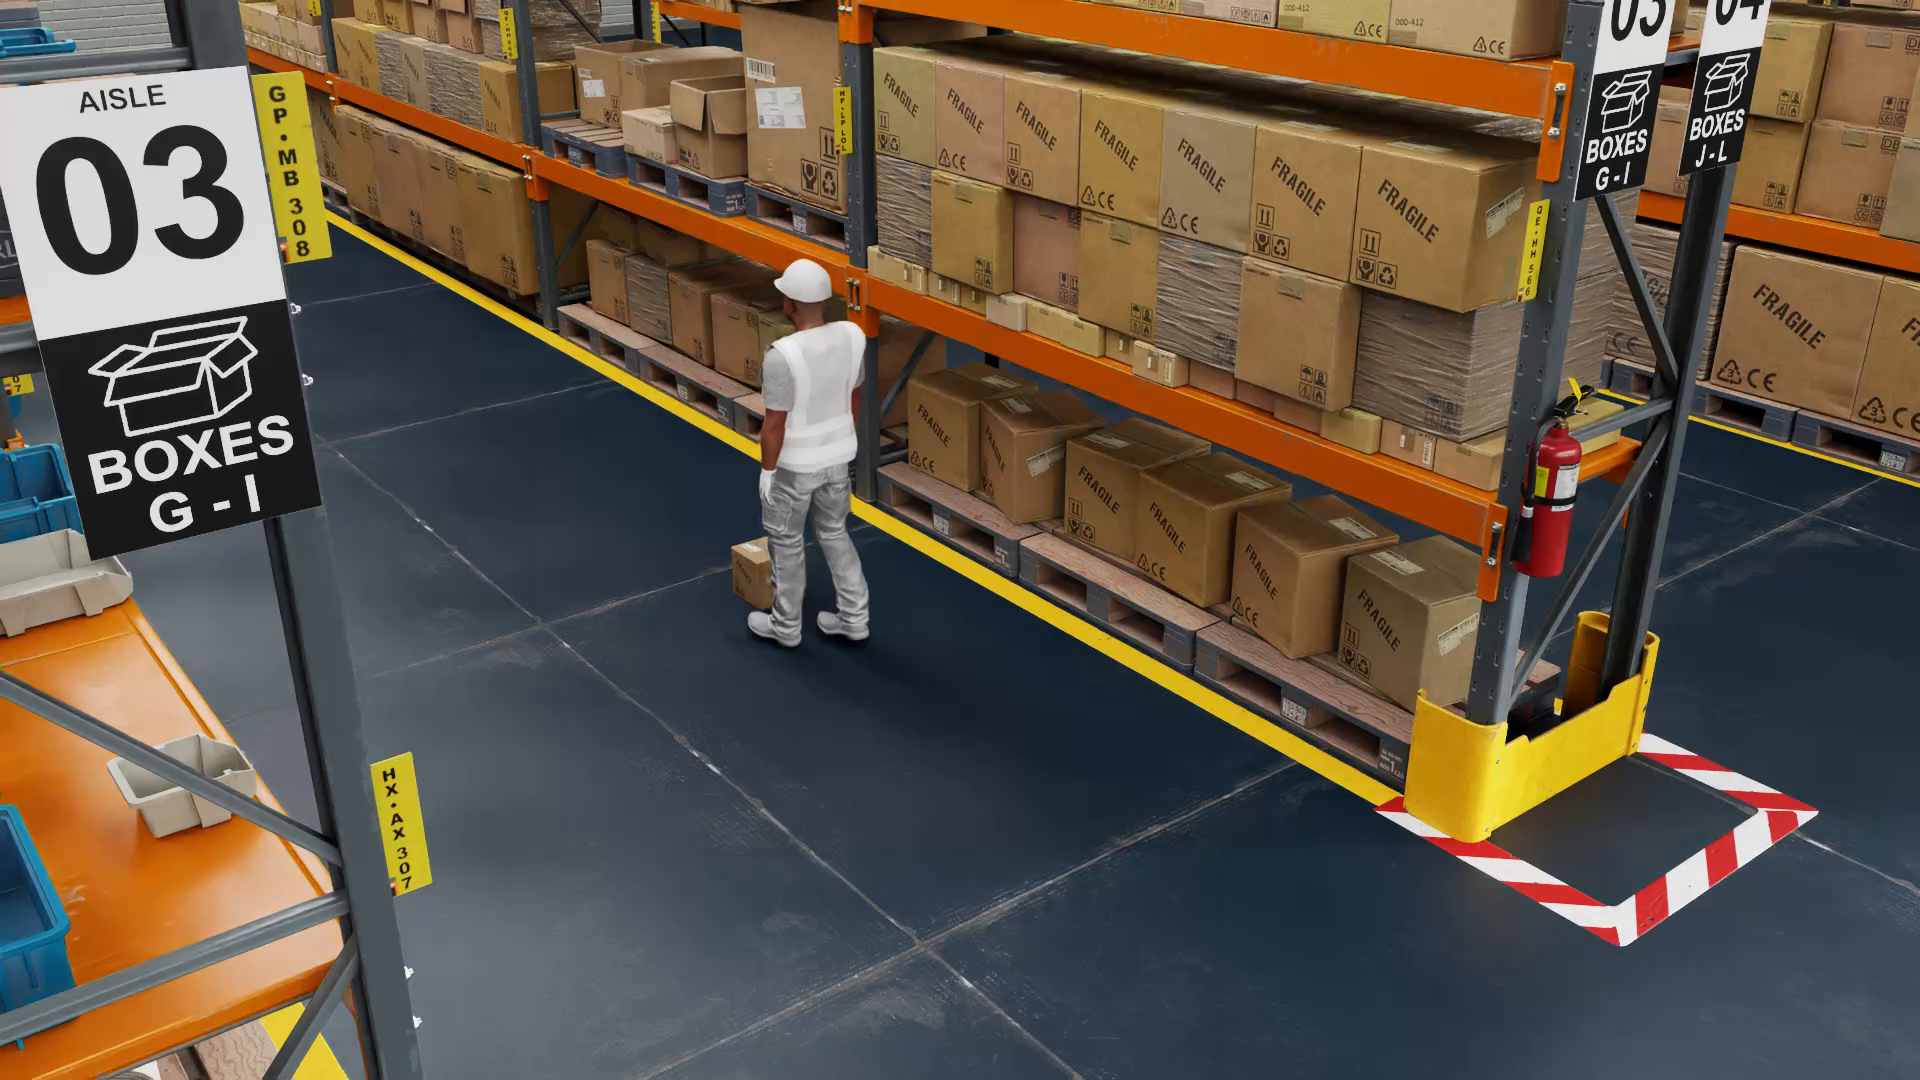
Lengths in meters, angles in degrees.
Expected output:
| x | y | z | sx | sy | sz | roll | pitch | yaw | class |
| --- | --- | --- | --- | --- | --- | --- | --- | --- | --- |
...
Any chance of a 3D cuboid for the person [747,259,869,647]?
| x | y | z | sx | sy | sz | roll | pitch | yaw | class |
| --- | --- | --- | --- | --- | --- | --- | --- | --- | --- |
| -0.690 | -0.372 | 7.368 | 0.573 | 1.790 | 0.525 | -22 | 32 | -39 | person |
